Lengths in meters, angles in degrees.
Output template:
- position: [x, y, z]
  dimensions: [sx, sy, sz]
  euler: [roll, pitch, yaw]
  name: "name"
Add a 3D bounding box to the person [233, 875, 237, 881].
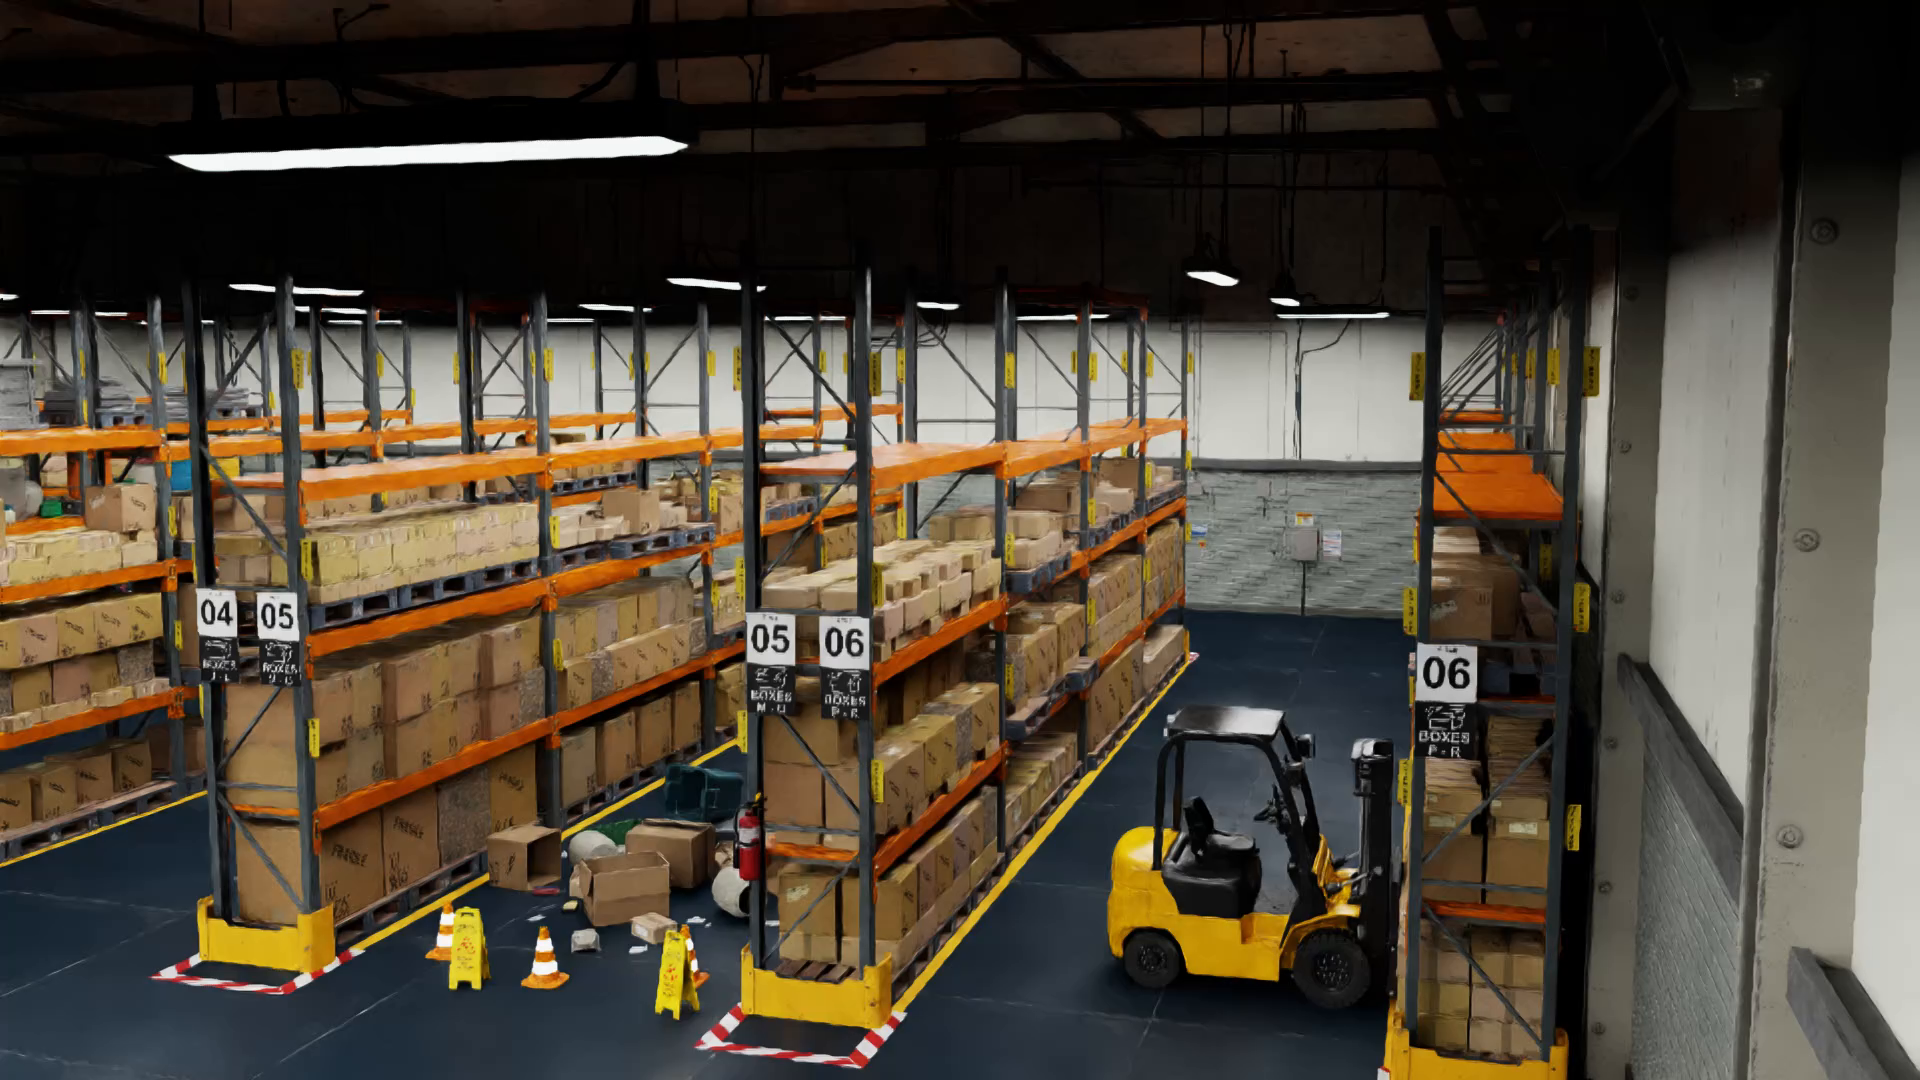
- position: [-6.976, 2.463, 16.510]
  dimensions: [0.566, 1.706, 1.122]
  euler: [2, 7, 18]
  name: "person"
